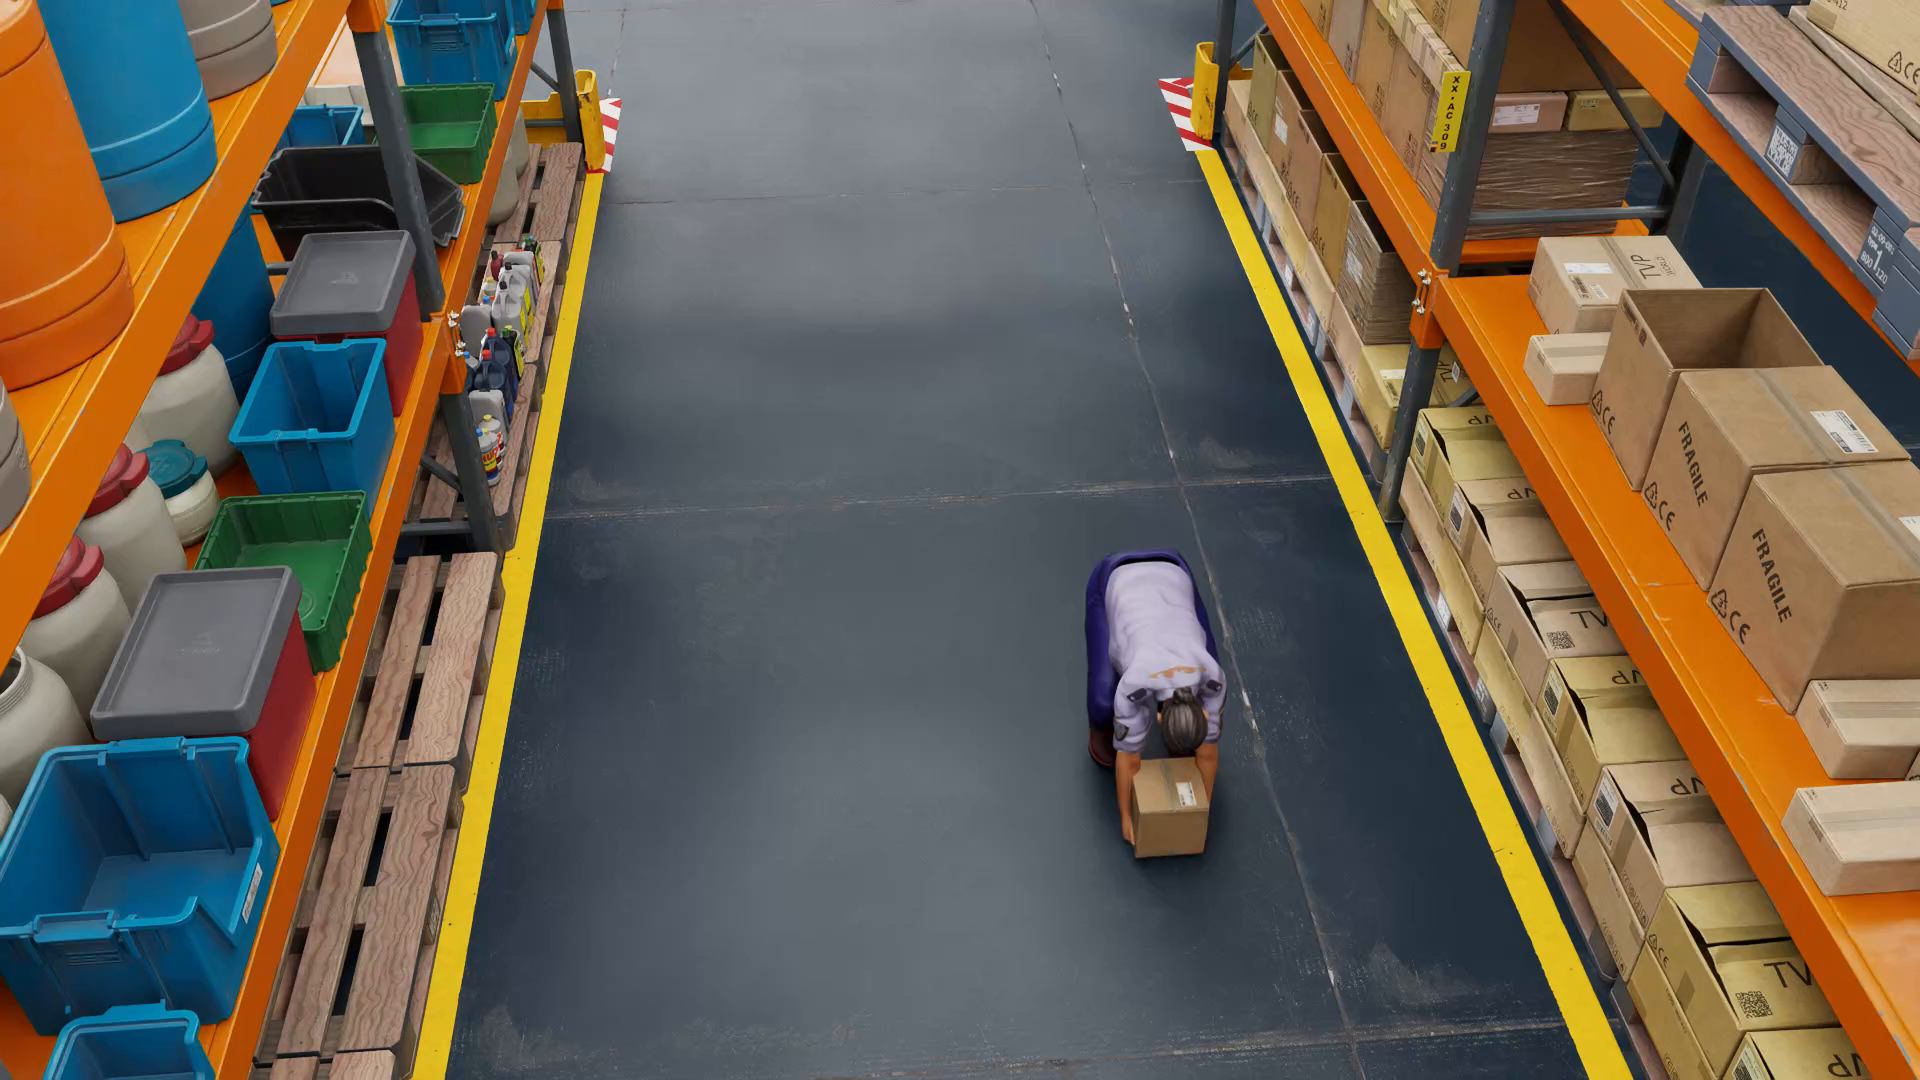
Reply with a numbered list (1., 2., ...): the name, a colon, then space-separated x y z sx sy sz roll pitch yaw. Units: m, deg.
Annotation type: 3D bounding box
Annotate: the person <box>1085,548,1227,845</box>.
1. person: 0.728 0.559 6.123 0.522 0.840 0.899 -5 40 -6
